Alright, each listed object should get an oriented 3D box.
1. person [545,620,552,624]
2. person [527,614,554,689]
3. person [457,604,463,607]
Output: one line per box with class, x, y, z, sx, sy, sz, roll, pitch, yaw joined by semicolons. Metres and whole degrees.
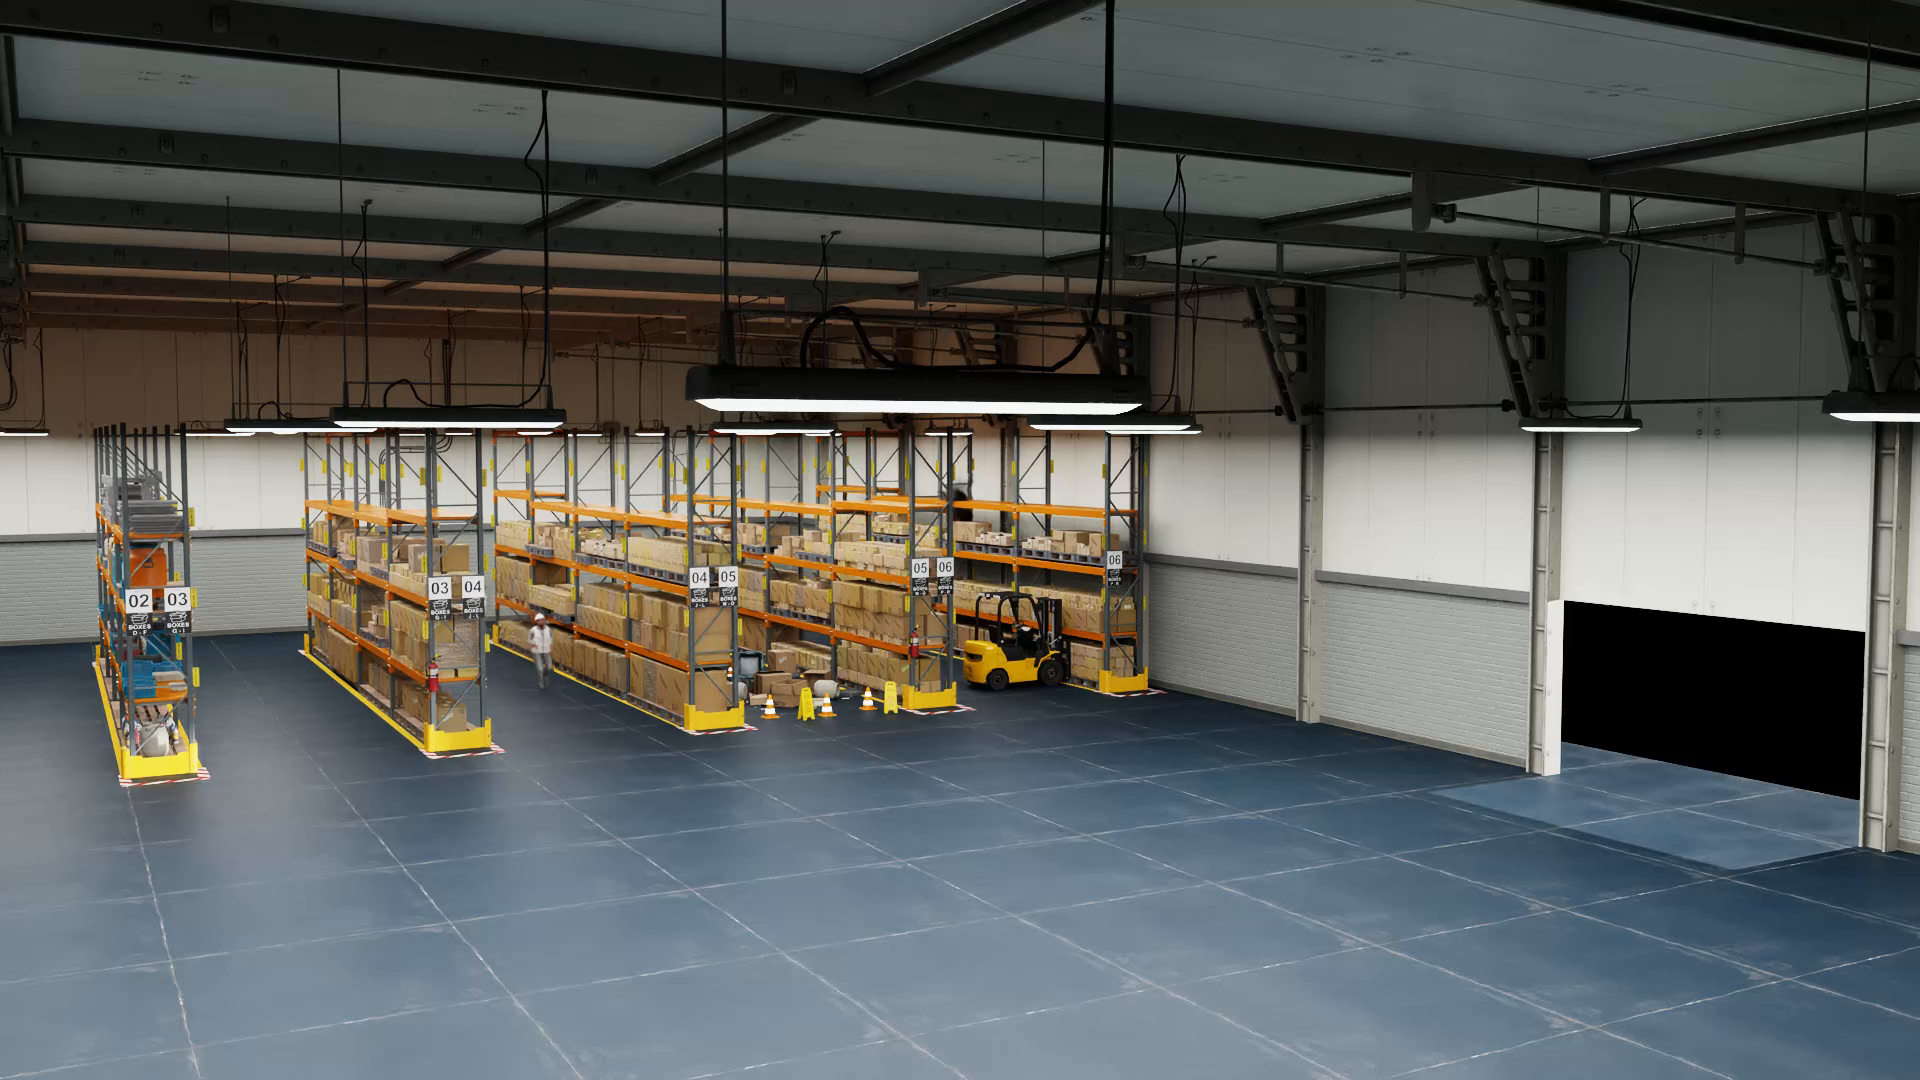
person;-12.233;1.924;48.473;0.695;1.787;0.717;2;4;36
person;-9.534;2.551;37.953;0.635;1.727;0.564;-2;4;-28
person;-14.373;2.070;46.958;0.688;1.603;0.568;3;5;43
